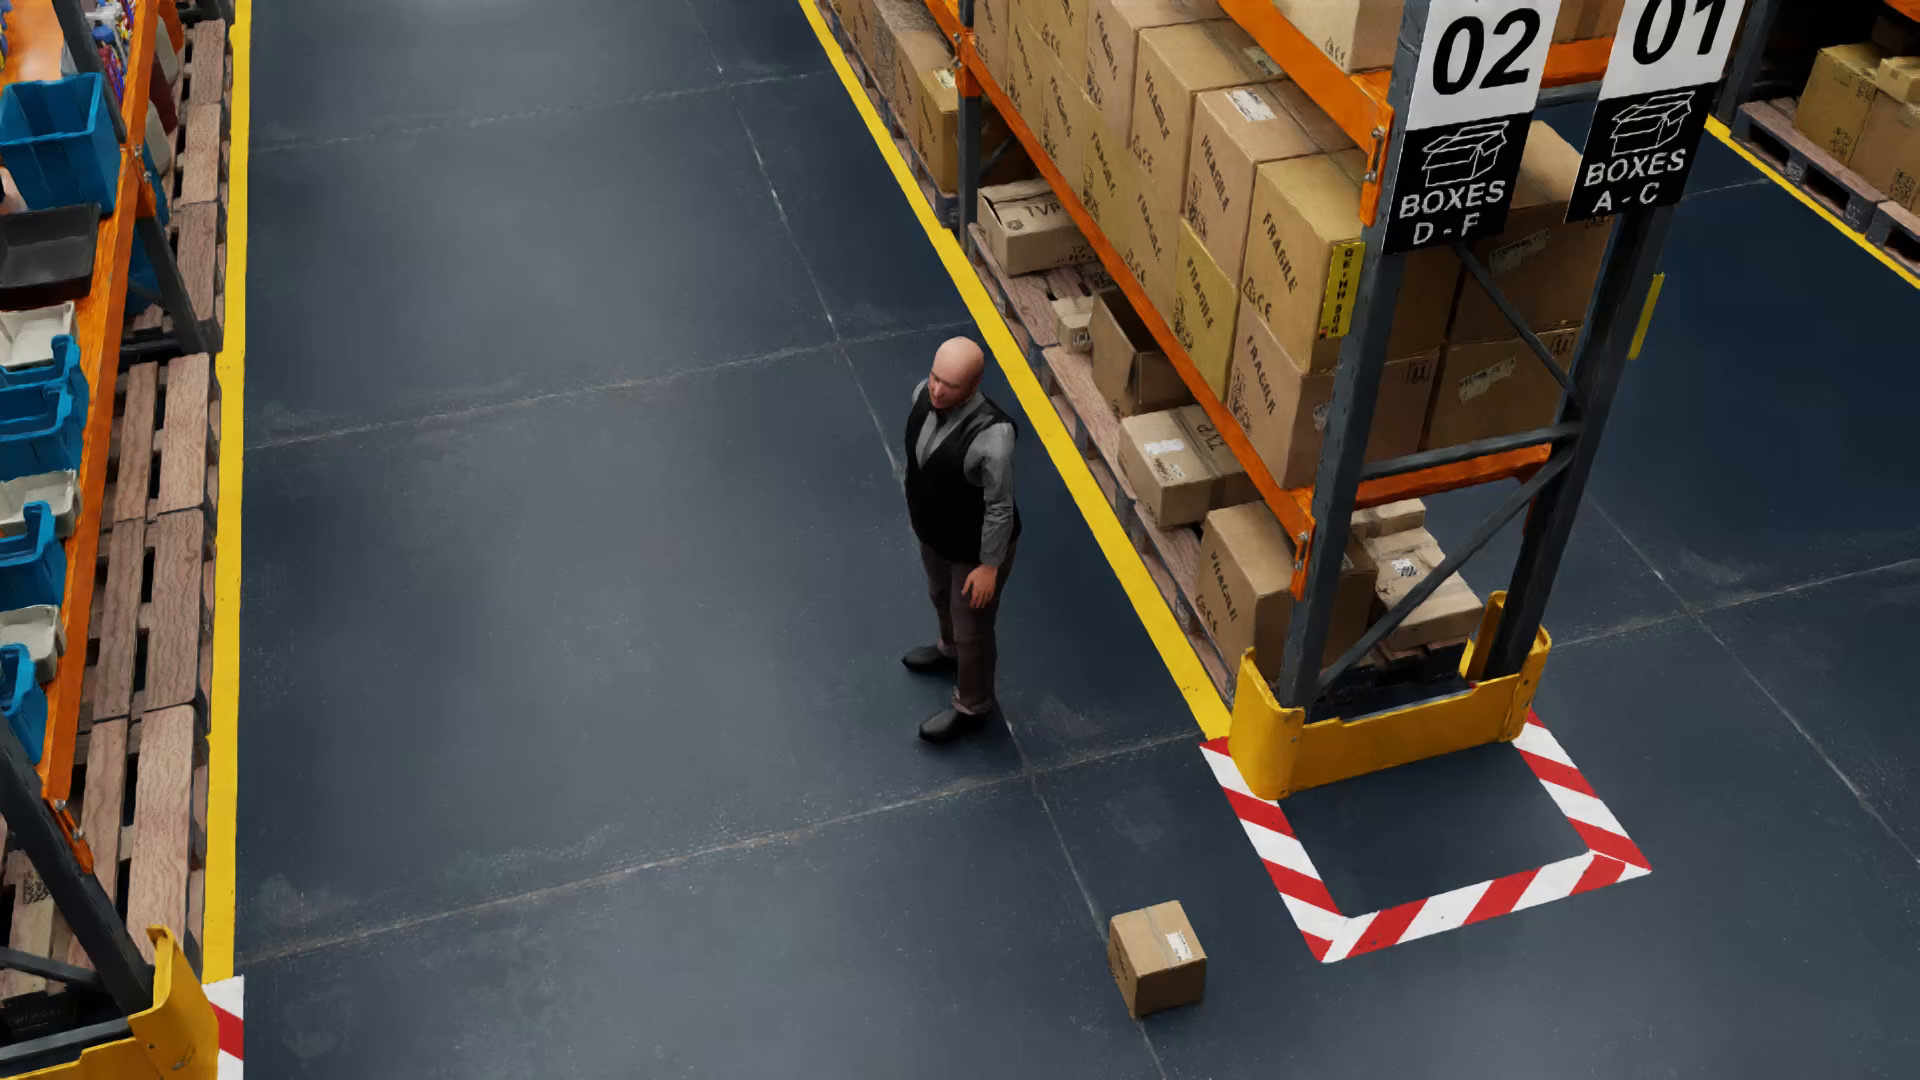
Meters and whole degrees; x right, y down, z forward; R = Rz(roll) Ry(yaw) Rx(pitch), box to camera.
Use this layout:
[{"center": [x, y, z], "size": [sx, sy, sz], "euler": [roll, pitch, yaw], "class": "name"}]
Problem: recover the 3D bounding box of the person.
[{"center": [-0.047, -0.004, 6.141], "size": [0.470, 1.730, 0.588], "euler": [-25, 47, -25], "class": "person"}]
